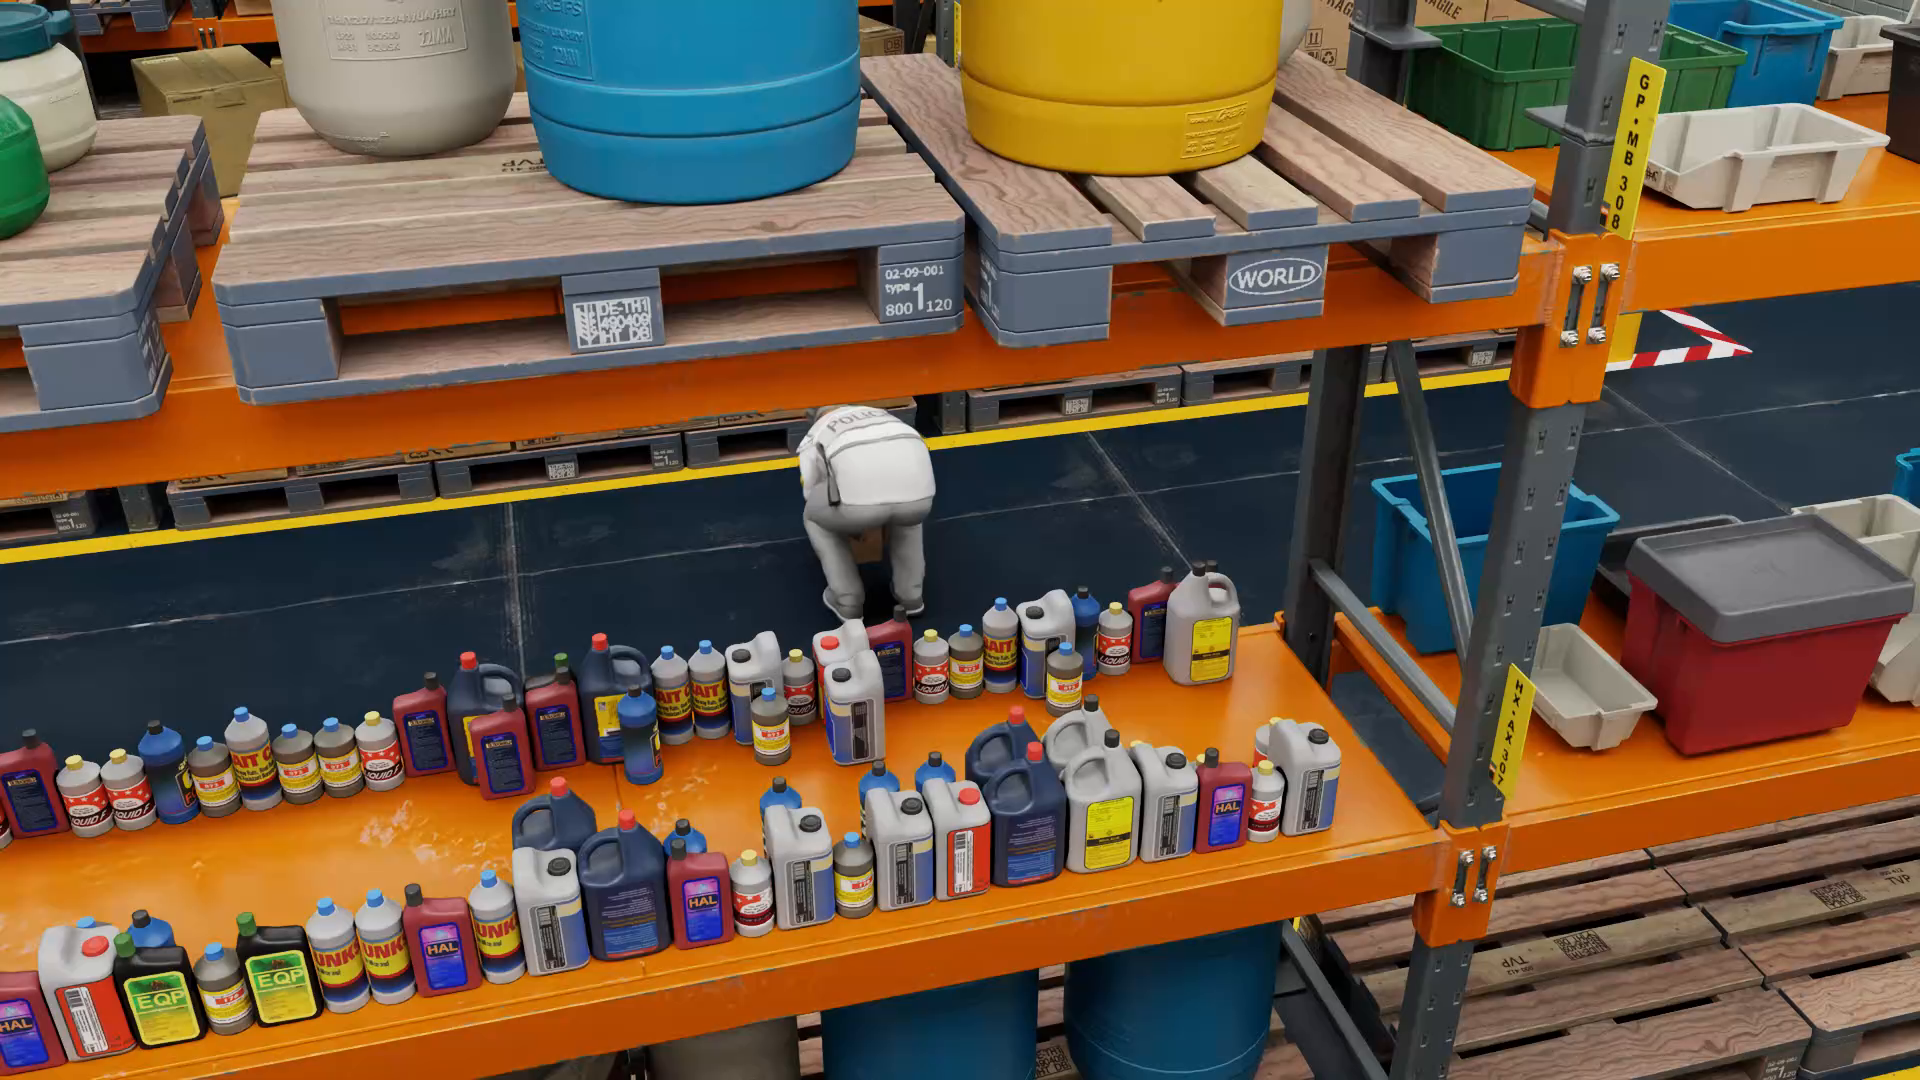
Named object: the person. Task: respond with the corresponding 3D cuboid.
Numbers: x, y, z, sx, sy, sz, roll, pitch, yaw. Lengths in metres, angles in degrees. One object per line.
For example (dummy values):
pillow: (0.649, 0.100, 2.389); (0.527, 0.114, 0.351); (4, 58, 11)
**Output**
person: (-0.430, -0.179, 7.296); (0.543, 0.913, 1.028); (-9, 31, -15)
